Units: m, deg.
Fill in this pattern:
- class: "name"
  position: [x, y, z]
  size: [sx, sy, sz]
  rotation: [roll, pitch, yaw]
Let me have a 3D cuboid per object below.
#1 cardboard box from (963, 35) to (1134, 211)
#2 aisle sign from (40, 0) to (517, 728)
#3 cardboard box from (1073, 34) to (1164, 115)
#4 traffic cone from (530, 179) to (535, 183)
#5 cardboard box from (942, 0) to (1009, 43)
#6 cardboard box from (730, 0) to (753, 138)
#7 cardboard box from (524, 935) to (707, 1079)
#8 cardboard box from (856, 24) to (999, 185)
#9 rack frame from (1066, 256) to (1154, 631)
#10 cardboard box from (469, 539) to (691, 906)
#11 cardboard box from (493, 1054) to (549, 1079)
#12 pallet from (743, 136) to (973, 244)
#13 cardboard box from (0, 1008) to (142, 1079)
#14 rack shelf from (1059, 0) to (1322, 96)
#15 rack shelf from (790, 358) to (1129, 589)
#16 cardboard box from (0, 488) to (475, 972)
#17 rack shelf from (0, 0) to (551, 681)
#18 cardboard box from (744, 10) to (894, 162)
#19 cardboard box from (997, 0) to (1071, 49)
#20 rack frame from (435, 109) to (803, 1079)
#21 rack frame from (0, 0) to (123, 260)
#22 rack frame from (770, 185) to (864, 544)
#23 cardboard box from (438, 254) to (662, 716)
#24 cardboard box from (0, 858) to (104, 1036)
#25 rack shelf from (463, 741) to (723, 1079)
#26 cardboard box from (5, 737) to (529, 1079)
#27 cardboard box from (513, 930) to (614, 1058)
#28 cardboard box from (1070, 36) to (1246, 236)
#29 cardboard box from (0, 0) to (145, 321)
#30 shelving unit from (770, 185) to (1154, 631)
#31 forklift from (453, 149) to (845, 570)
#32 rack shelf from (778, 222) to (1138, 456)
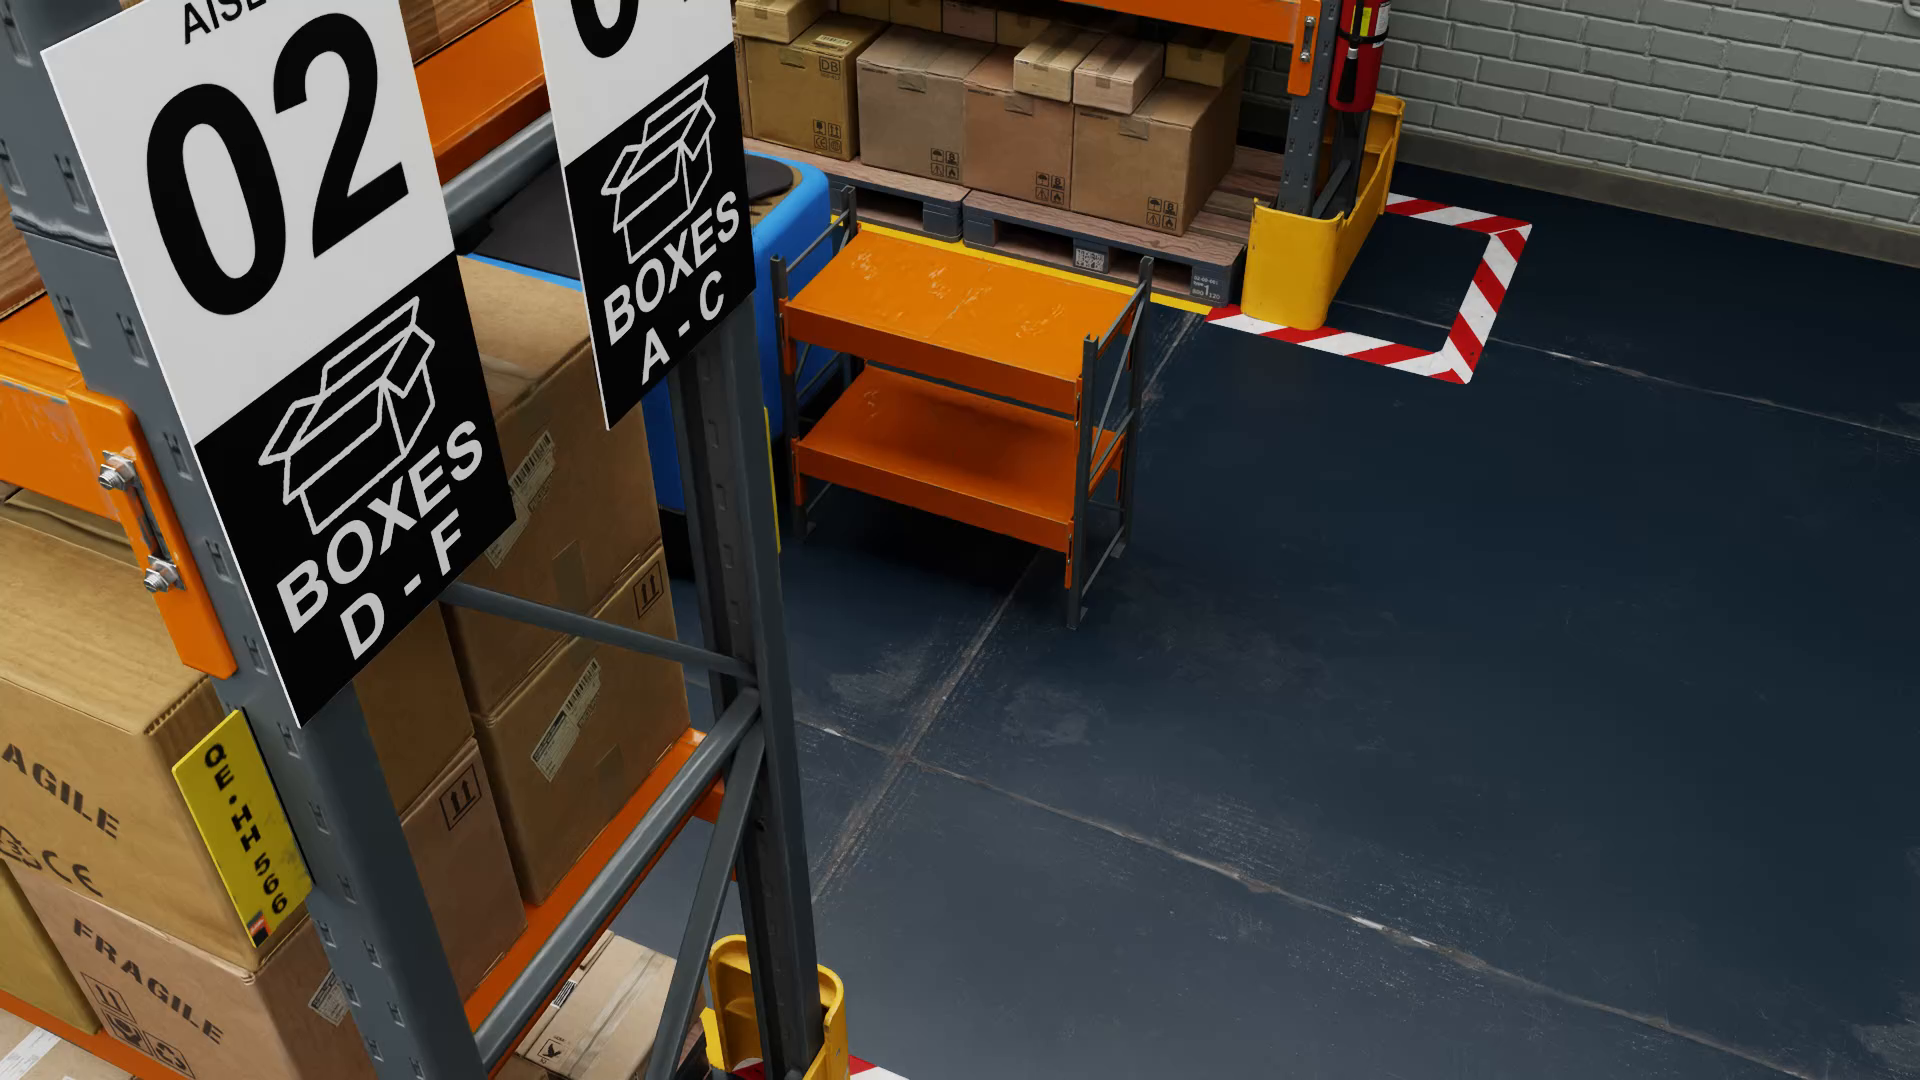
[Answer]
- class: "cardboard box"
  position: [0.382, -1.853, 7.186]
  size: [0.500, 0.500, 0.700]
  rotation: [17, 44, 19]
- class: "aisle sign"
  position: [-0.646, -0.207, 1.713]
  size: [0.004, 0.787, 0.394]
  rotation: [17, 44, 19]
- class: "cardboard box"
  position: [0.643, -1.887, 6.730]
  size: [0.250, 0.149, 0.380]
  rotation: [16, 44, 18]
- class: "traffic cone"
  position: [-1.546, -1.254, 5.543]
  size: [0.307, 1.202, 0.062]
  rotation: [17, 44, 19]
- class: "cardboard box"
  position: [0.117, -2.324, 7.233]
  size: [0.250, 0.149, 0.380]
  rotation: [18, 44, 19]
- class: "cardboard box"
  position: [-1.024, -2.279, 7.677]
  size: [0.500, 0.500, 0.700]
  rotation: [17, 44, 18]
- class: "cardboard box"
  position: [-0.813, 1.166, 3.955]
  size: [0.250, 0.149, 0.380]
  rotation: [17, 44, 19]
- class: "cardboard box"
  position: [-0.074, -1.992, 7.346]
  size: [0.500, 0.500, 0.700]
  rotation: [16, 43, 17]
- class: "rack frame"
  position: [0.467, -0.282, 5.217]
  size: [0.032, 1.125, 0.500]
  rotation: [17, 44, 19]
- class: "cardboard box"
  position: [-0.869, 0.258, 3.086]
  size: [0.500, 0.500, 0.500]
  rotation: [18, 44, 20]
- class: "cardboard box"
  position: [-1.175, 1.349, 3.476]
  size: [0.500, 0.500, 0.500]
  rotation: [17, 44, 19]
- class: "pallet"
  position: [-0.347, -1.826, 7.696]
  size: [1.213, 0.211, 1.003]
  rotation: [17, 44, 19]
- class: "cardboard box"
  position: [-2.024, 1.163, 3.882]
  size: [0.500, 0.250, 0.500]
  rotation: [17, 44, 19]
- class: "rack shelf"
  position: [-0.300, -2.648, 7.064]
  size: [4.000, 0.370, 1.077]
  rotation: [17, 44, 19]
- class: "rack shelf"
  position: [0.006, -0.238, 5.540]
  size: [1.000, 0.278, 0.538]
  rotation: [17, 44, 19]
- class: "cardboard box"
  position: [-1.098, 0.199, 2.390]
  size: [0.500, 0.500, 0.500]
  rotation: [17, 44, 18]
- class: "rack shelf"
  position: [-2.391, -0.840, 2.689]
  size: [4.000, 0.370, 1.077]
  rotation: [17, 44, 19]
- class: "cardboard box"
  position: [-0.560, -2.136, 7.512]
  size: [0.500, 0.500, 0.700]
  rotation: [18, 44, 20]
- class: "cardboard box"
  position: [0.348, -2.253, 7.152]
  size: [0.250, 0.149, 0.380]
  rotation: [17, 44, 19]
- class: "rack frame"
  position: [-0.577, 0.573, 2.799]
  size: [0.053, 2.616, 0.949]
  rotation: [17, 44, 19]
- class: "rack frame"
  position: [-0.578, -1.692, 0.832]
  size: [0.127, 3.000, 1.000]
  rotation: [17, 44, 19]
- class: "rack frame"
  position: [-0.455, -0.564, 5.542]
  size: [0.032, 1.125, 0.500]
  rotation: [17, 44, 19]
- class: "cardboard box"
  position: [-0.869, -0.120, 2.759]
  size: [0.500, 0.500, 0.500]
  rotation: [18, 44, 20]
- class: "cardboard box"
  position: [-1.571, 0.433, 2.884]
  size: [0.500, 0.500, 0.500]
  rotation: [17, 44, 19]
- class: "rack shelf"
  position: [-2.391, 0.219, 3.607]
  size: [3.809, 0.124, 0.919]
  rotation: [17, 44, 19]
- class: "cardboard box"
  position: [-1.099, 0.575, 2.720]
  size: [0.500, 0.500, 0.500]
  rotation: [18, 44, 20]
- class: "cardboard box"
  position: [-1.039, 1.090, 4.029]
  size: [0.250, 0.166, 0.380]
  rotation: [17, 44, 19]
- class: "cardboard box"
  position: [0.836, -1.715, 7.026]
  size: [0.500, 0.500, 0.700]
  rotation: [17, 44, 19]
- class: "cardboard box"
  position: [-1.155, -0.488, 1.847]
  size: [0.500, 0.250, 0.500]
  rotation: [17, 44, 19]
- class: "shelving unit"
  position: [0.006, -0.423, 5.379]
  size: [1.048, 1.125, 0.538]
  rotation: [17, 44, 19]
- class: "forklift"
  position: [-1.986, -1.645, 5.410]
  size: [3.031, 2.935, 1.130]
  rotation: [16, 43, 18]
- class: "rack shelf"
  position: [0.006, -0.644, 5.188]
  size: [1.000, 0.278, 0.538]
  rotation: [17, 44, 19]
